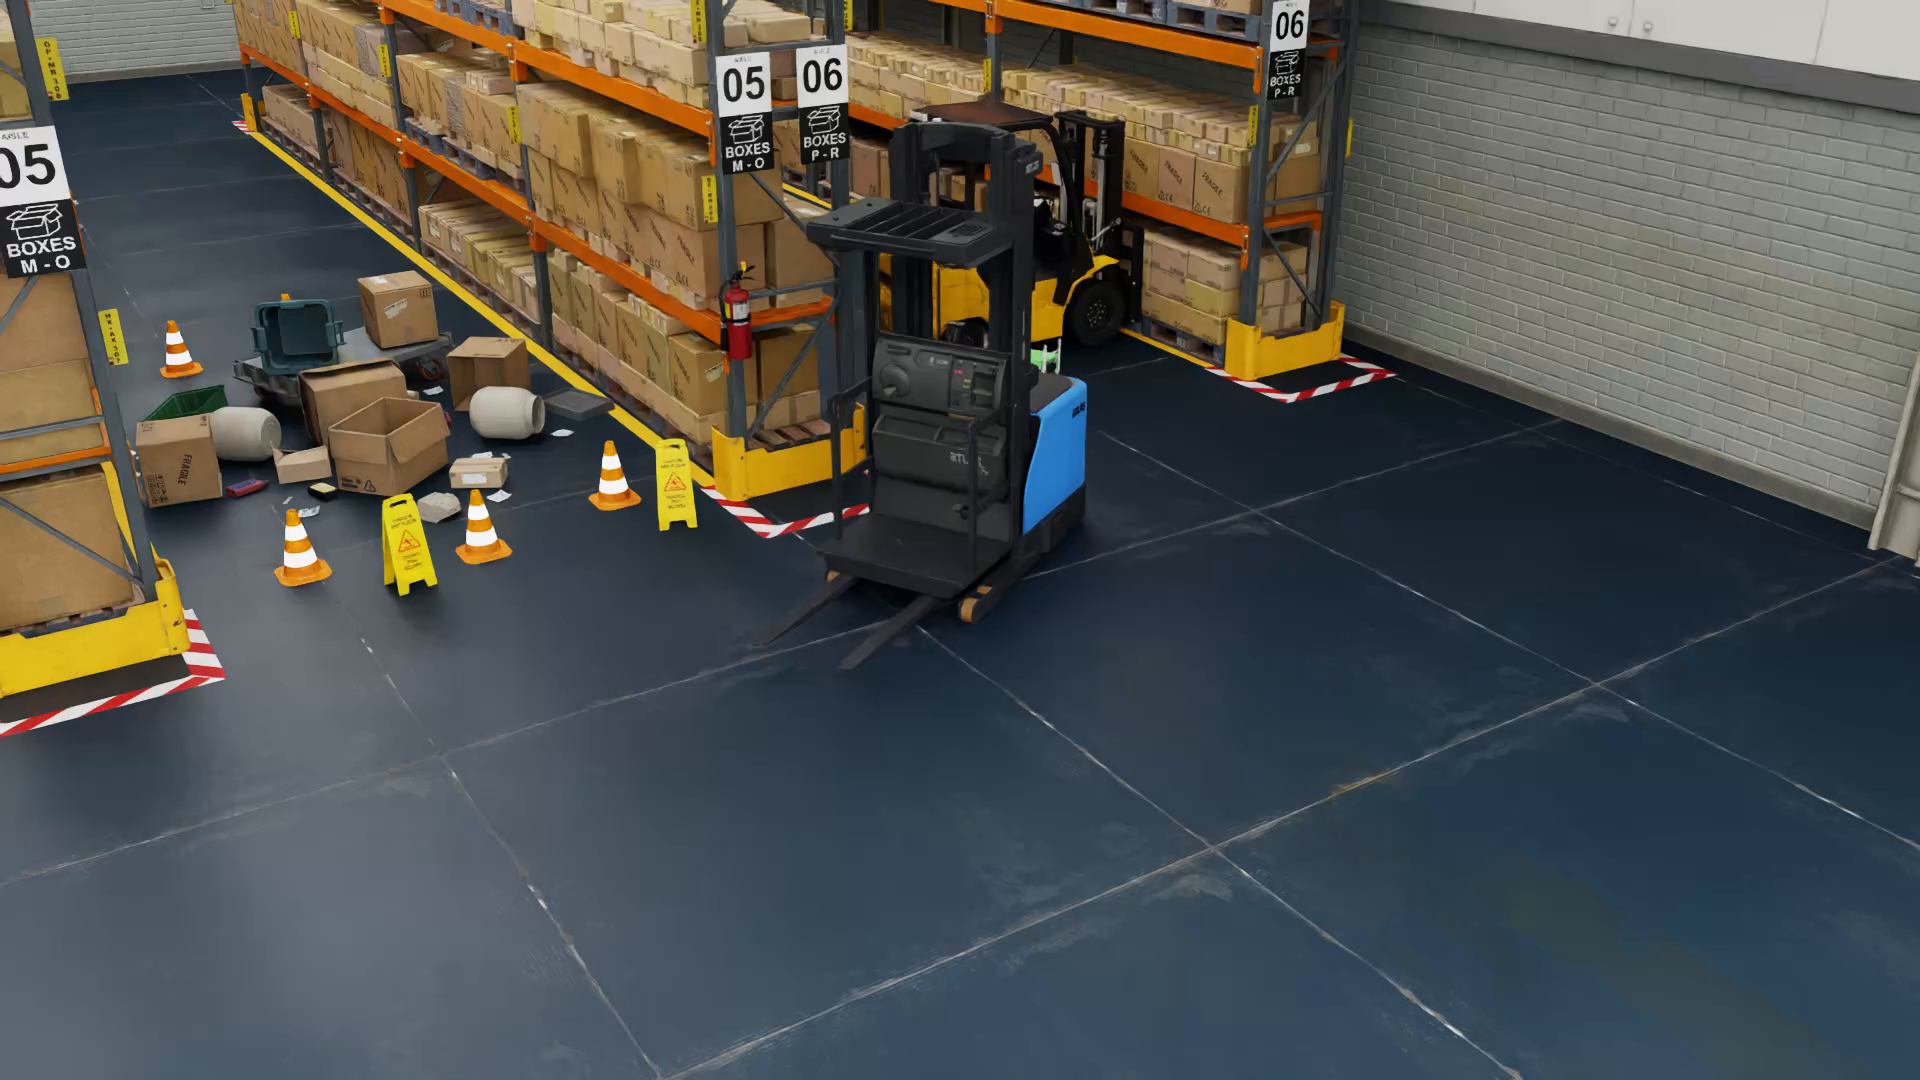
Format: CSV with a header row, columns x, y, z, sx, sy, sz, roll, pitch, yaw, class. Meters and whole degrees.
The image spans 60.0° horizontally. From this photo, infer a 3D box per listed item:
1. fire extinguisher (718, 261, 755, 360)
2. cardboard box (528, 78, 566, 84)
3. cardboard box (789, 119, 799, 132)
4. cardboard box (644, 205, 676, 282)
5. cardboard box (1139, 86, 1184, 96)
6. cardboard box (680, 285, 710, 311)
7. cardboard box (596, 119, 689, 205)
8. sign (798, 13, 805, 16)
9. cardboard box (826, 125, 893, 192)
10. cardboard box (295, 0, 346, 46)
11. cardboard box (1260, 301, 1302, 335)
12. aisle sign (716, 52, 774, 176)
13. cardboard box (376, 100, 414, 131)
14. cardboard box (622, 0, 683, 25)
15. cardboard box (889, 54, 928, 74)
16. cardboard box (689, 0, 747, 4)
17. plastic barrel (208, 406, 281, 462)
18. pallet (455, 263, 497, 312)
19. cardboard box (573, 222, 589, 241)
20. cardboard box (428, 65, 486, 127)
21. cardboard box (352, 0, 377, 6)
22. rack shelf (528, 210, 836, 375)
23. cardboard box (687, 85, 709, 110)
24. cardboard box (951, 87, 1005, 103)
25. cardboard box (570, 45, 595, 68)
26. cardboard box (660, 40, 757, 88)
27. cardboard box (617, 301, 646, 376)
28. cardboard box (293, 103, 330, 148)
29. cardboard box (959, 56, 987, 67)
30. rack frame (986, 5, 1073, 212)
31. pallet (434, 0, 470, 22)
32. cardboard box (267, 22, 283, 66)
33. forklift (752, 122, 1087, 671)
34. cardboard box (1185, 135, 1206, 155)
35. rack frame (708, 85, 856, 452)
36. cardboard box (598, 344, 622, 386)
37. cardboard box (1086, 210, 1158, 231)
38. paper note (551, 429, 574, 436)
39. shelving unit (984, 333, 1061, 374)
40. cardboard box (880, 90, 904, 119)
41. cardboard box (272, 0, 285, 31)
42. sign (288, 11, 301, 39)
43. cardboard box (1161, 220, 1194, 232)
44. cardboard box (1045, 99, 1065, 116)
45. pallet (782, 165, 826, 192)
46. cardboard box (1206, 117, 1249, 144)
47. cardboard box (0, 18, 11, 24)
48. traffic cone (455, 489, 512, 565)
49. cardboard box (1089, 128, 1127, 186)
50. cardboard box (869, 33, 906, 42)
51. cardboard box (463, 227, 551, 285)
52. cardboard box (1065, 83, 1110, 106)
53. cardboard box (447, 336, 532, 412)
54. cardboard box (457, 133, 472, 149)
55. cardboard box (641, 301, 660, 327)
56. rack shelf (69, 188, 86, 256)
x,y,z,sx,sy,sz,roll,pitch,yaw,class
-1.567,-1.616,11.713,0.296,0.674,0.183,-16,29,-30,fire extinguisher
-3.975,-4.193,16.124,0.500,0.500,0.500,-16,29,-30,cardboard box
-1.936,-5.289,21.080,0.380,0.149,0.250,-17,30,-32,cardboard box
-2.040,-2.289,12.583,0.500,0.500,0.500,-15,29,-29,cardboard box
1.941,-4.254,15.985,0.380,0.149,0.250,-15,29,-28,cardboard box
-1.858,-1.835,12.379,0.380,0.149,0.250,-16,30,-30,cardboard box
-2.340,-2.904,12.714,0.700,0.500,0.500,-16,30,-30,cardboard box
-1.903,-6.177,20.020,0.100,0.325,0.005,-16,29,-30,sign
-1.125,-4.709,20.463,0.875,0.625,0.625,-15,29,-28,cardboard box
-7.795,-6.365,20.393,0.500,0.500,0.500,-15,29,-29,cardboard box
2.809,-2.125,15.430,0.500,0.250,0.500,-15,29,-29,cardboard box
-1.452,-2.885,11.266,0.394,0.787,0.004,-16,29,-30,aisle sign
-6.104,-4.713,18.359,0.500,0.250,0.500,-17,30,-31,cardboard box
-2.282,-3.935,12.380,0.380,0.149,0.250,-16,30,-31,cardboard box
-0.575,-5.324,18.600,0.380,0.149,0.250,-16,30,-31,cardboard box
-1.792,-3.941,12.394,0.380,0.149,0.250,-16,29,-30,cardboard box
-5.615,-0.827,12.969,0.512,0.421,0.421,3,25,6,plastic barrel
-4.523,-2.684,17.151,1.003,0.211,1.213,-16,29,-30,pallet
-3.066,-2.666,14.141,0.380,0.149,0.250,-15,29,-28,cardboard box
-4.973,-4.443,16.652,0.500,0.500,0.500,-15,29,-29,cardboard box
-7.051,-6.304,20.265,0.500,0.500,0.500,-15,29,-29,cardboard box
-2.335,-2.190,13.679,1.077,0.370,4.000,-16,29,-30,rack shelf
-1.672,-3.105,11.556,0.380,0.149,0.250,-15,29,-29,cardboard box
0.248,-4.663,17.666,0.500,0.250,0.500,-16,30,-31,cardboard box
-2.832,-3.823,13.077,0.380,0.149,0.250,-16,30,-31,cardboard box
-1.748,-3.343,11.593,0.500,0.250,0.500,-16,30,-30,cardboard box
-2.457,-1.679,13.606,0.500,0.500,0.500,-16,30,-31,cardboard box
-8.536,-5.693,22.767,0.875,0.438,0.875,-17,30,-31,cardboard box
0.208,-5.282,18.510,0.380,0.149,0.250,-16,29,-30,cardboard box
0.730,-4.388,17.494,1.000,3.000,0.127,-16,29,-30,rack frame
-4.243,-5.118,15.746,1.213,0.211,1.003,-16,29,-30,pallet
-8.834,-6.602,22.067,0.500,0.500,0.500,-16,30,-30,cardboard box
-0.234,-1.011,10.421,1.130,2.935,3.031,13,28,25,forklift
2.235,-3.546,14.834,0.380,0.149,0.250,-15,29,-29,cardboard box
-1.243,-1.799,12.011,1.000,3.000,0.127,-16,29,-30,rack frame
-2.738,-1.525,14.159,0.500,0.250,0.500,-16,30,-30,cardboard box
1.563,-2.991,16.092,0.500,0.250,0.500,-16,30,-31,cardboard box
-3.237,-0.876,13.532,0.148,0.019,0.142,18,31,33,paper note
0.431,-0.915,12.224,0.503,1.200,0.258,15,25,28,shelving unit
-0.577,-4.986,18.936,0.500,0.250,0.500,-14,29,-28,cardboard box
-8.553,-6.877,21.477,0.500,0.500,0.500,-16,30,-30,cardboard box
-8.258,-6.389,20.626,0.100,0.325,0.005,-16,29,-30,sign
2.270,-2.931,15.966,0.500,0.250,0.500,-16,30,-30,cardboard box
1.064,-4.267,16.361,0.380,0.149,0.250,-15,29,-28,cardboard box
-1.830,-4.834,21.705,1.003,0.211,1.213,-16,29,-30,pallet
2.381,-3.591,14.579,0.380,0.149,0.250,-15,29,-29,cardboard box
-5.664,-2.914,9.608,0.380,0.149,0.250,-15,29,-29,cardboard box
-3.303,-0.125,11.436,0.336,0.463,0.334,-16,29,-30,traffic cone
1.586,-3.666,15.847,0.500,0.500,0.500,-15,29,-29,cardboard box
-0.870,-6.021,20.076,0.380,0.149,0.250,-15,29,-28,cardboard box
-4.492,-2.923,16.978,0.950,0.372,0.625,-14,29,-28,cardboard box
1.239,-4.314,16.112,0.380,0.149,0.250,-16,30,-30,cardboard box
-3.982,-1.401,14.091,0.500,0.500,0.500,3,25,6,cardboard box
-4.747,-3.988,16.449,0.380,0.149,0.250,-15,29,-28,cardboard box
-2.290,-1.811,13.125,0.380,0.149,0.250,-15,29,-29,cardboard box
-6.427,-2.356,10.519,1.077,0.370,4.000,-16,29,-30,rack shelf
